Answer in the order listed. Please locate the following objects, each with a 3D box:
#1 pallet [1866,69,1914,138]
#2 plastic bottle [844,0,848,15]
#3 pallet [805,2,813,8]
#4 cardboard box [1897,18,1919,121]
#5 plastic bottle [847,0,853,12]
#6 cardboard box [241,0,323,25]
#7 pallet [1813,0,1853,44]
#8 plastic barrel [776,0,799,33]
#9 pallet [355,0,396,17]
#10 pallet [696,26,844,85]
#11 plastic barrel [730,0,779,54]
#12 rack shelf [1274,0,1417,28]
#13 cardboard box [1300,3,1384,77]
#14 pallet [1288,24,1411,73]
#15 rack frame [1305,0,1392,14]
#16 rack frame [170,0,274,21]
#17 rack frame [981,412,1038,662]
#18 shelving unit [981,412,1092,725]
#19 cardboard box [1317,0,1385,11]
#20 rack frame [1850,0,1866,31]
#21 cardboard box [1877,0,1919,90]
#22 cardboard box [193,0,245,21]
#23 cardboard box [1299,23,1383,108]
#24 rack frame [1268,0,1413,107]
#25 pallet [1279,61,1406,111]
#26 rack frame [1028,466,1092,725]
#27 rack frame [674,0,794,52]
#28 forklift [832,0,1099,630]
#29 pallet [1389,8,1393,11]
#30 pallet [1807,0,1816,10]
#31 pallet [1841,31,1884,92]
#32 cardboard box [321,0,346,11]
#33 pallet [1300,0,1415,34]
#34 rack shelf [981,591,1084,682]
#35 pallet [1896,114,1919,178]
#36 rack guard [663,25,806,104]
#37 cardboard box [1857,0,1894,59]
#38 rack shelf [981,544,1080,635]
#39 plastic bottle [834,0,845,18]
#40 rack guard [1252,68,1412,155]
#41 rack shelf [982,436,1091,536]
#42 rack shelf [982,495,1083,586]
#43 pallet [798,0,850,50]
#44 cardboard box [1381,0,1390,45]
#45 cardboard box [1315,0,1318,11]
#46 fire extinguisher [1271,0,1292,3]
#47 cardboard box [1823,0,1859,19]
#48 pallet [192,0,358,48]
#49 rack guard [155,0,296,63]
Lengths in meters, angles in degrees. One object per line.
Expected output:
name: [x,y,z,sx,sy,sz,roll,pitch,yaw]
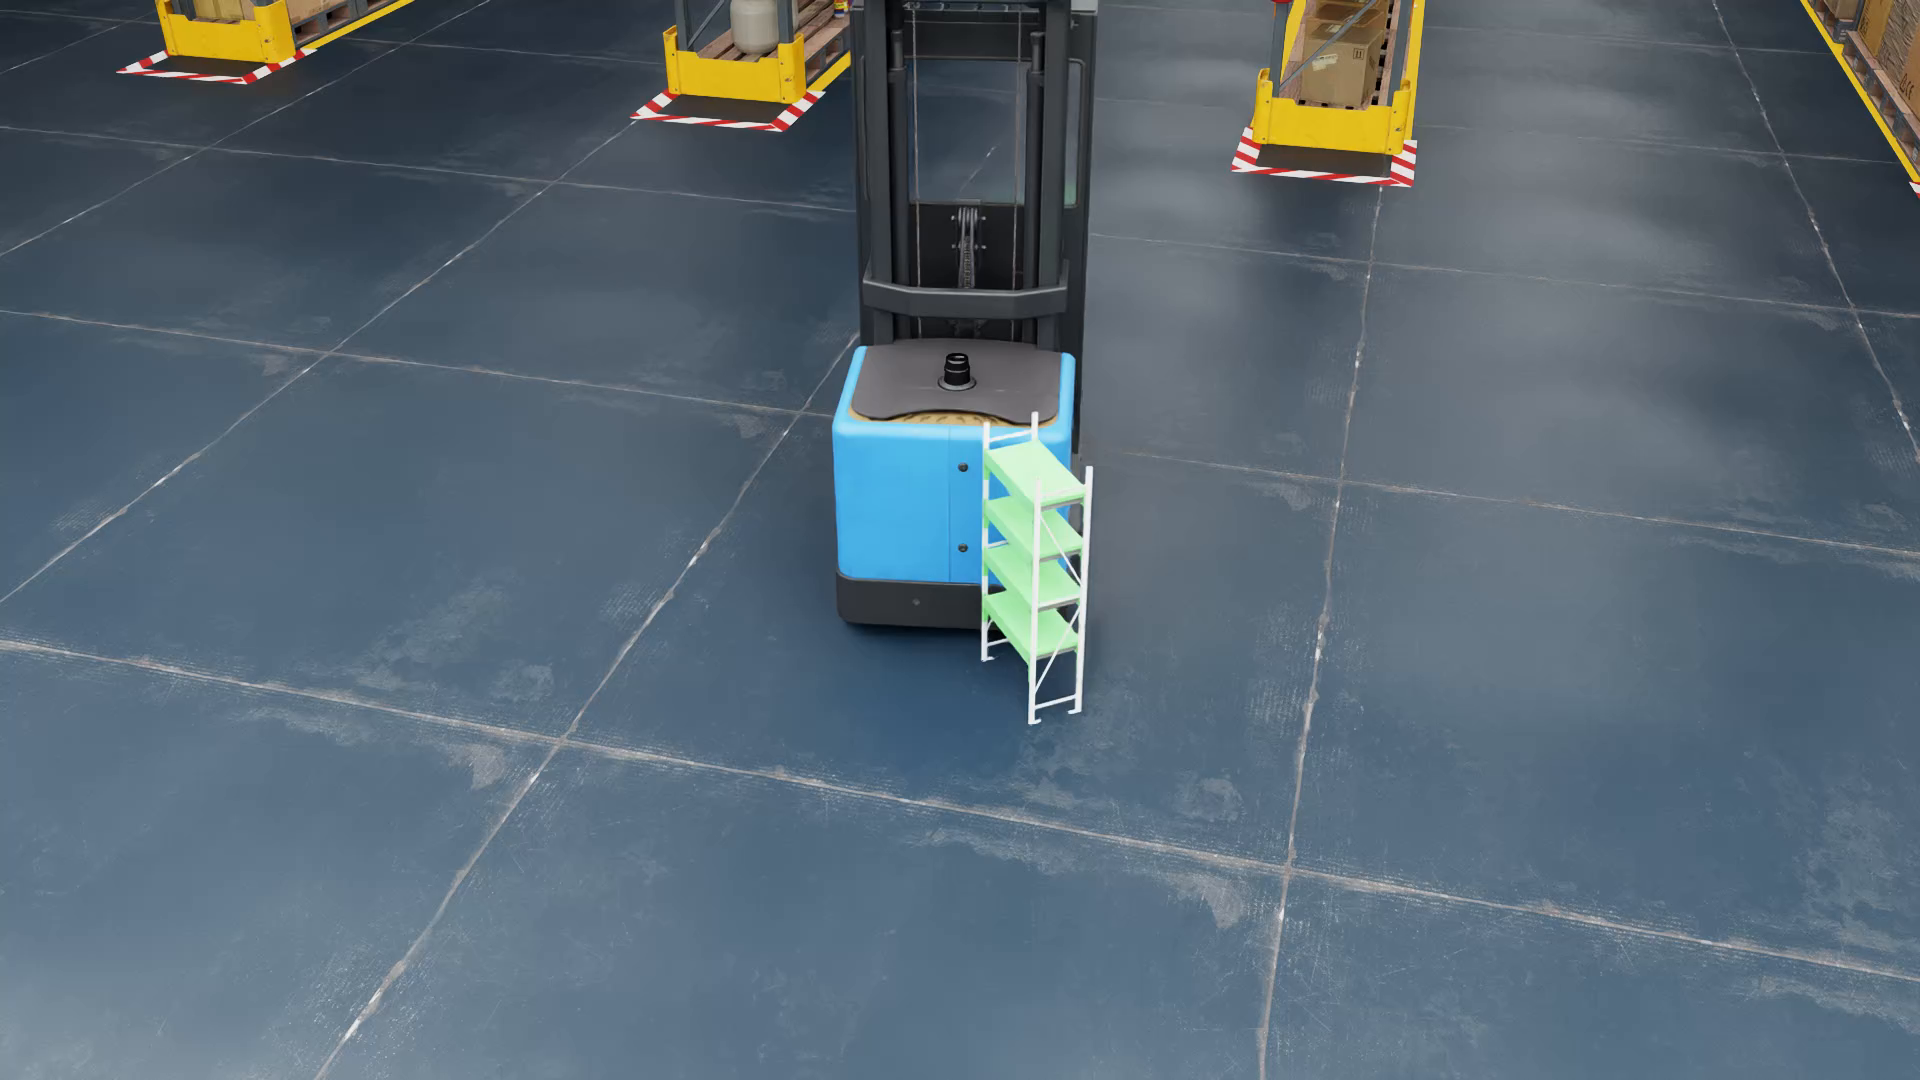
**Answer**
pallet: [8.114,-3.545,13.630,1.003,0.211,1.213,8,33,12]
plastic bottle: [-1.100,-5.024,15.555,0.097,0.201,0.097,0,32,0]
pallet: [-1.083,-5.623,16.899,1.003,0.211,1.213,8,33,12]
cardboard box: [8.005,-3.764,12.963,0.875,0.875,0.875,8,33,12]
plastic bottle: [-1.051,-5.120,15.630,0.061,0.283,0.133,9,33,13]
cardboard box: [-6.327,-5.009,15.504,0.500,0.250,0.500,8,33,12]
pallet: [8.813,-4.975,15.879,1.003,0.211,1.213,8,33,12]
plastic barrel: [-1.667,-4.807,14.943,0.421,0.512,0.421,0,32,0]
pallet: [-6.213,-5.601,16.863,1.003,0.211,1.213,8,33,12]
pallet: [-1.703,-4.357,14.907,1.003,0.211,1.213,8,33,12]
plastic barrel: [-1.795,-4.547,14.533,0.421,0.512,0.421,0,32,0]
rack shelf: [3.411,-5.127,14.190,1.077,0.370,4.000,8,33,12]
cardboard box: [3.196,-4.152,13.924,0.500,0.500,0.500,17,36,25]
pallet: [3.474,-4.304,14.823,1.003,0.211,1.213,8,33,12]
rack frame: [3.918,-6.469,15.629,1.000,3.000,0.127,8,33,12]
rack frame: [-6.678,-5.744,14.489,1.000,3.000,0.127,8,33,12]
rack frame: [0.208,0.008,7.120,0.240,1.200,0.015,-13,35,-20]
shelving unit: [0.305,0.128,6.931,0.258,1.200,0.503,-13,35,-20]
cardboard box: [3.374,-4.474,14.431,0.500,0.500,0.500,11,34,17]
rack frame: [8.690,-5.741,14.485,1.000,3.000,0.127,8,33,12]
cardboard box: [8.238,-4.236,13.707,0.875,0.875,0.875,8,33,13]
cardboard box: [-6.828,-5.079,15.615,0.500,0.250,0.500,8,33,12]
cardboard box: [3.078,-3.837,13.428,0.500,0.500,0.500,14,35,21]
rack frame: [2.903,-4.393,12.364,1.000,3.000,0.127,8,33,12]
pallet: [3.163,-3.672,13.830,1.003,0.211,1.213,8,33,12]
rack frame: [0.402,0.248,6.742,0.240,1.200,0.015,-13,35,-20]
rack frame: [-1.888,-5.067,13.425,1.000,3.000,0.127,8,33,12]
forklift: [0.079,-1.589,8.017,1.130,2.935,3.031,3,33,4]
pallet: [4.114,-5.696,17.013,1.003,0.211,1.213,8,33,12]
pallet: [9.121,-5.610,16.878,1.003,0.211,1.213,8,33,12]
pallet: [8.422,-4.180,14.629,1.003,0.211,1.213,8,33,12]
cardboard box: [-6.203,-5.268,15.913,0.500,0.250,0.500,8,33,12]
pallet: [3.782,-4.939,15.822,1.003,0.211,1.213,8,33,12]
rack shelf: [0.305,0.384,7.094,0.258,0.148,0.480,-13,35,-20]
pallet: [7.802,-2.914,12.637,1.003,0.211,1.213,8,33,12]
rack guard: [-1.914,-4.058,14.168,1.175,0.500,0.348,8,33,12]
cardboard box: [8.463,-4.705,14.444,0.875,0.875,0.875,9,33,13]
rack shelf: [0.305,0.182,6.965,0.258,0.148,0.480,-13,35,-20]
plastic bottle: [-1.126,-5.000,15.452,0.097,0.271,0.097,0,32,0]
rack guard: [2.922,-3.378,13.097,1.175,0.500,0.348,8,33,12]
rack shelf: [0.305,-0.223,6.707,0.258,0.148,0.480,-13,35,-20]
rack shelf: [0.305,-0.021,6.836,0.258,0.148,0.480,-13,35,-20]
pallet: [-1.391,-4.988,15.900,1.003,0.211,1.213,8,33,12]
cardboard box: [3.558,-4.758,14.877,0.500,0.500,0.500,5,33,8]
cardboard box: [3.640,-5.091,15.400,0.500,0.500,0.500,19,37,27]
fire extinguisher: [2.428,-4.364,12.390,0.296,0.674,0.183,8,33,12]
cardboard box: [8.761,-5.303,15.502,1.050,0.750,0.750,8,33,12]
pallet: [-6.524,-4.969,15.870,1.003,0.211,1.213,8,33,12]
rack guard: [-6.684,-4.676,15.140,1.175,0.500,0.348,8,33,12]
